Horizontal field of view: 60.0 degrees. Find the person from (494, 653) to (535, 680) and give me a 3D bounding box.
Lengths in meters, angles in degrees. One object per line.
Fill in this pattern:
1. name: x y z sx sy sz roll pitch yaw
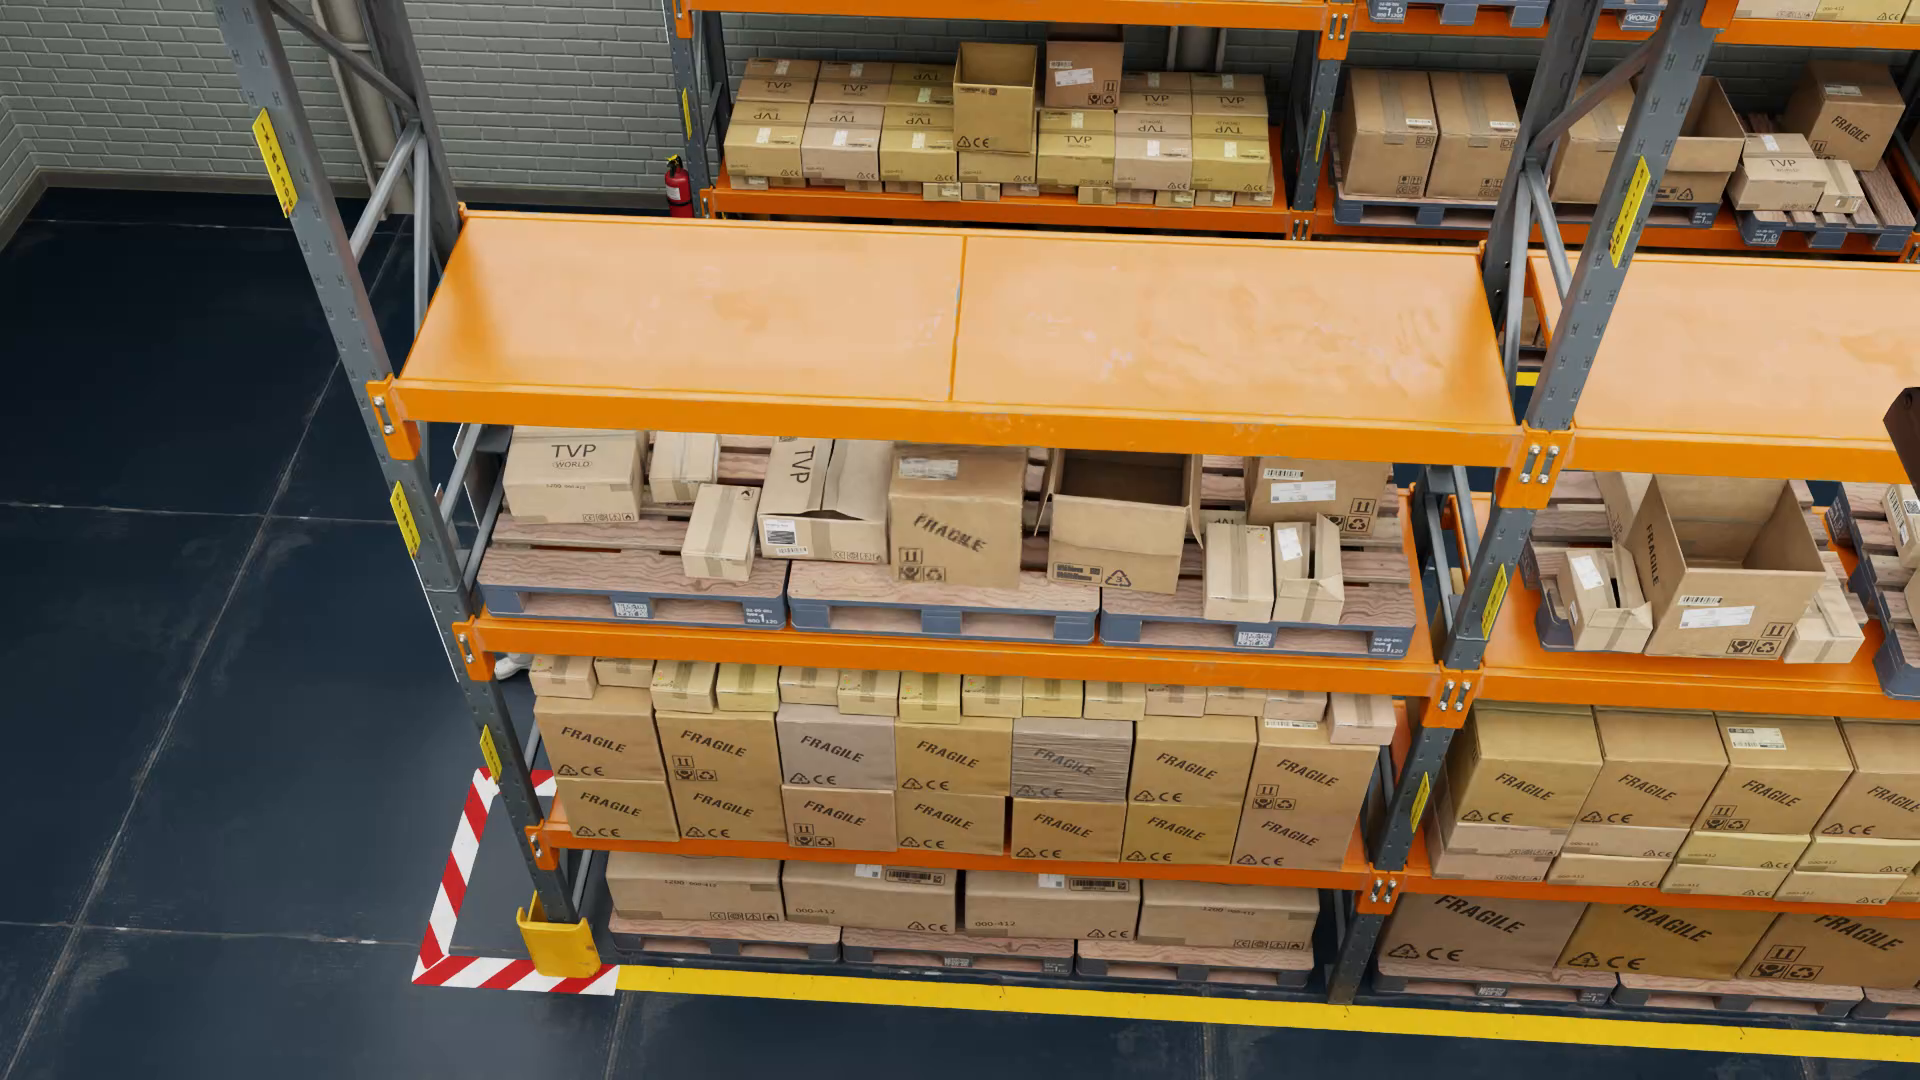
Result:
1. person: -2.342 0.177 9.405 0.937 1.750 0.582 -30 54 -24
